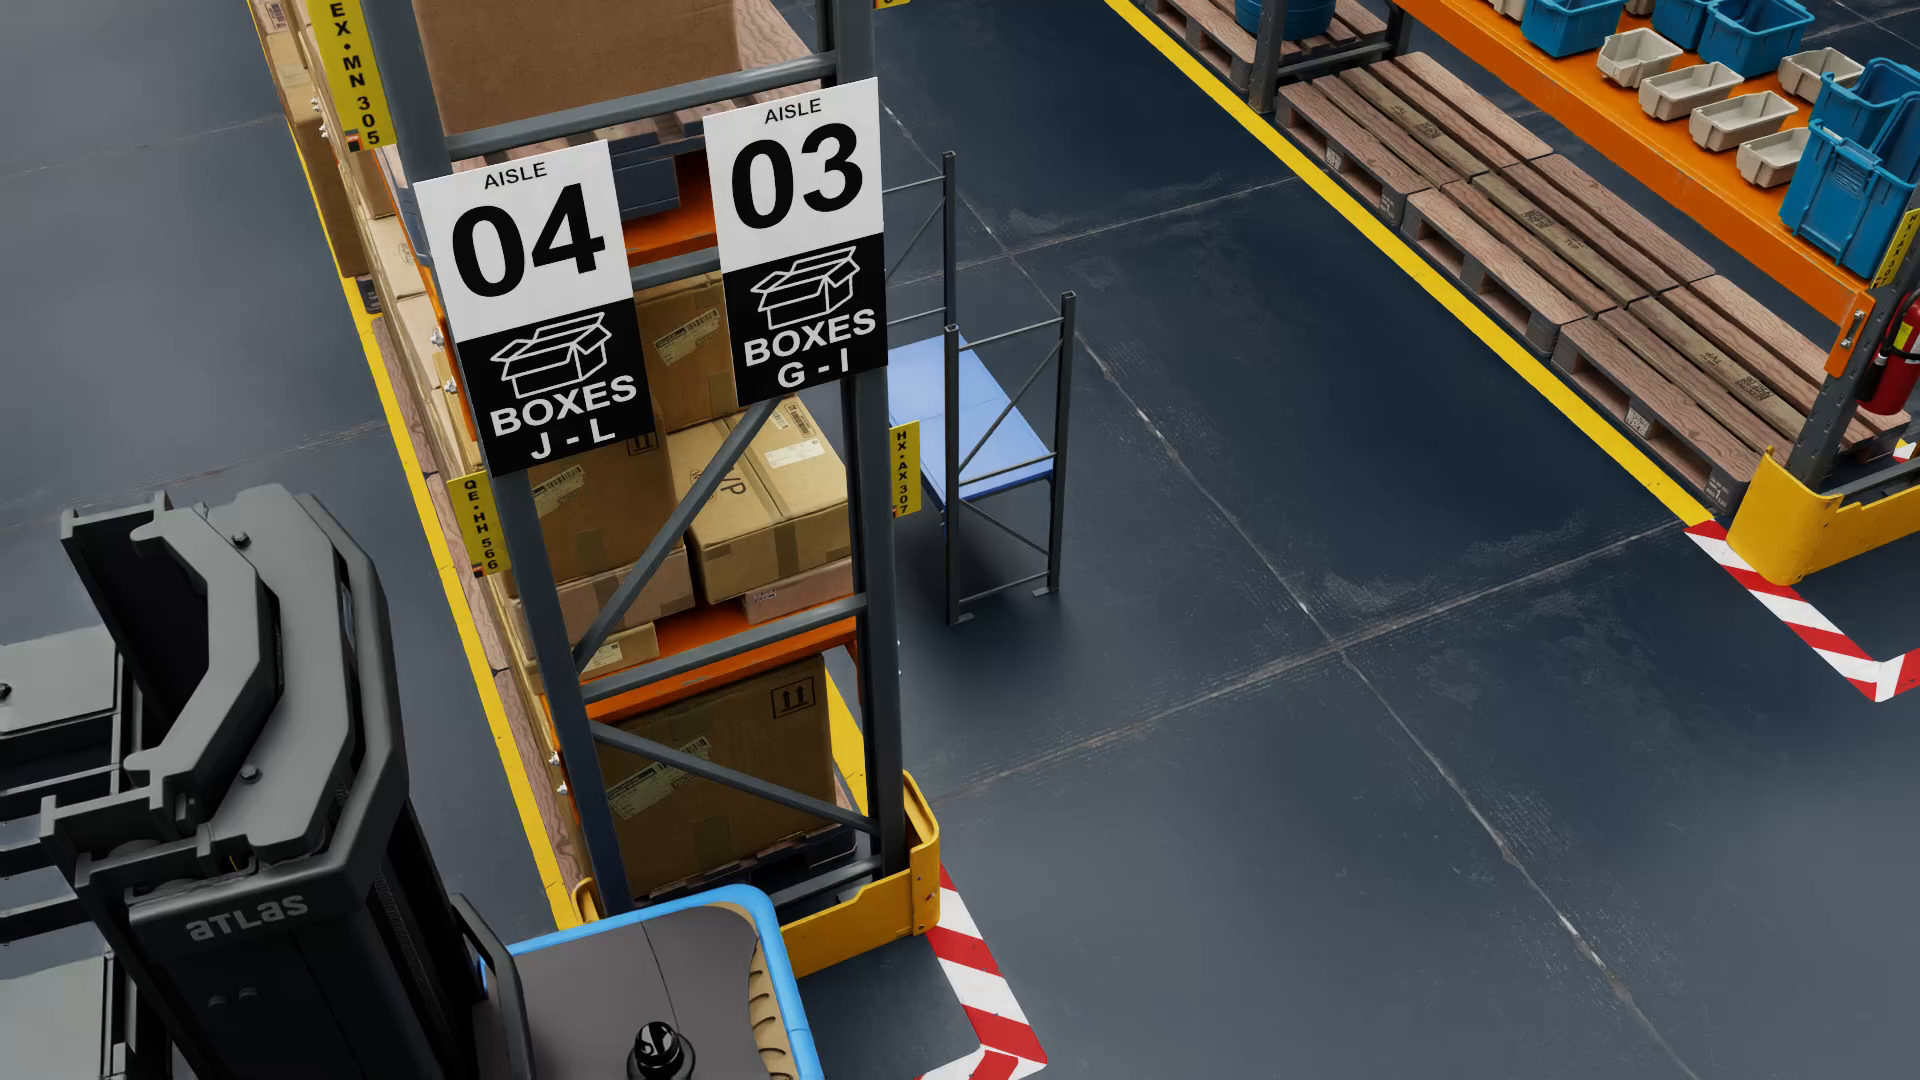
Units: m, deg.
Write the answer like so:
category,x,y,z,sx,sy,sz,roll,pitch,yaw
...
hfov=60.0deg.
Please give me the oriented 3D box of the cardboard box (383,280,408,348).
category,x,y,z,sx,sy,sz,roll,pitch,yaw
cardboard box,-1.862,-0.870,6.044,0.380,0.149,0.250,-19,48,-19

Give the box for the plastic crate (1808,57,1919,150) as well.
category,x,y,z,sx,sy,sz,roll,pitch,yaw
plastic crate,3.752,-1.789,6.872,0.416,0.233,0.300,-18,47,-17

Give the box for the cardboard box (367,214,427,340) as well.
category,x,y,z,sx,sy,sz,roll,pitch,yaw
cardboard box,-1.754,-0.952,5.843,0.500,0.250,0.500,-18,47,-17

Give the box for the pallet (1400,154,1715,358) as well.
category,x,y,z,sx,sy,sz,roll,pitch,yaw
pallet,3.014,-1.474,8.462,1.003,0.211,1.213,-18,47,-17

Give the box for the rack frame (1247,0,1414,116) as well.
category,x,y,z,sx,sy,sz,roll,pitch,yaw
rack frame,2.152,-3.702,8.735,1.000,3.000,0.127,-18,47,-17

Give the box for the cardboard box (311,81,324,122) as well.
category,x,y,z,sx,sy,sz,roll,pitch,yaw
cardboard box,-2.519,-1.863,7.050,0.380,0.149,0.250,-18,47,-17

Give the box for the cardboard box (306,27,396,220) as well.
category,x,y,z,sx,sy,sz,roll,pitch,yaw
cardboard box,-1.949,-1.532,5.897,0.500,0.500,0.500,-19,48,-19

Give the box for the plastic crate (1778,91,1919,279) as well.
category,x,y,z,sx,sy,sz,roll,pitch,yaw
plastic crate,3.524,-1.345,6.278,0.616,0.435,0.499,-18,47,-17

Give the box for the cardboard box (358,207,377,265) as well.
category,x,y,z,sx,sy,sz,roll,pitch,yaw
cardboard box,-2.077,-1.198,6.376,0.380,0.149,0.250,-19,48,-18

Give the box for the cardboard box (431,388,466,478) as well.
category,x,y,z,sx,sy,sz,roll,pitch,yaw
cardboard box,-1.317,-0.297,5.179,0.500,0.250,0.500,-19,48,-18

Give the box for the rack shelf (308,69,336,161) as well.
category,x,y,z,sx,sy,sz,roll,pitch,yaw
rack shelf,-3.182,-3.258,8.797,1.077,0.370,4.000,-18,47,-17

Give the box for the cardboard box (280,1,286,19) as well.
category,x,y,z,sx,sy,sz,roll,pitch,yaw
cardboard box,-2.988,-2.810,7.759,0.500,0.500,0.500,-17,47,-16

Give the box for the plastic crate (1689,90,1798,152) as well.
category,x,y,z,sx,sy,sz,roll,pitch,yaw
plastic crate,3.218,-1.736,6.887,0.396,0.136,0.243,-18,47,-17

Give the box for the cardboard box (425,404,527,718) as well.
category,x,y,z,sx,sy,sz,roll,pitch,yaw
cardboard box,-1.384,-0.047,6.245,0.875,0.875,0.875,-18,47,-17

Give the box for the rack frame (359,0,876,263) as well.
category,x,y,z,sx,sy,sz,roll,pitch,yaw
rack frame,-0.660,-1.826,2.562,1.000,3.000,0.127,-18,47,-17

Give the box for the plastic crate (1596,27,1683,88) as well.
category,x,y,z,sx,sy,sz,roll,pitch,yaw
plastic crate,2.938,-2.089,7.245,0.298,0.136,0.250,-18,47,-17

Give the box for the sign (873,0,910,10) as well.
category,x,y,z,sx,sy,sz,roll,pitch,yaw
sign,-0.154,-1.257,3.443,0.100,0.325,0.005,-18,47,-17

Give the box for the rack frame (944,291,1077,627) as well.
category,x,y,z,sx,sy,sz,roll,pitch,yaw
rack frame,0.178,-0.264,6.319,0.500,1.500,0.032,-18,47,-17

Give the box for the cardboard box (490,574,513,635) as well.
category,x,y,z,sx,sy,sz,roll,pitch,yaw
cardboard box,-1.219,0.104,5.056,0.380,0.149,0.250,-18,47,-17

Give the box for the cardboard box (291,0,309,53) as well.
category,x,y,z,sx,sy,sz,roll,pitch,yaw
cardboard box,-2.372,-2.178,6.552,0.500,0.500,0.500,-18,47,-17

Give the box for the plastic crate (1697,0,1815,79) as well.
category,x,y,z,sx,sy,sz,roll,pitch,yaw
plastic crate,3.475,-2.208,7.298,0.416,0.233,0.300,-18,47,-17

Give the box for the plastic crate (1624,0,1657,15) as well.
category,x,y,z,sx,sy,sz,roll,pitch,yaw
plastic crate,3.157,-2.608,7.772,0.293,0.136,0.466,-18,47,-17

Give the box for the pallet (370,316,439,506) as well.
category,x,y,z,sx,sy,sz,roll,pitch,yaw
pallet,-2.093,-0.739,7.717,1.003,0.211,1.213,-18,47,-17

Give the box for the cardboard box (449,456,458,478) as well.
category,x,y,z,sx,sy,sz,roll,pitch,yaw
cardboard box,-1.428,-0.216,5.381,0.380,0.149,0.250,-17,47,-17

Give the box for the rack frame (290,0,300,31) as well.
category,x,y,z,sx,sy,sz,roll,pitch,yaw
rack frame,-2.342,-2.239,7.253,1.000,3.000,0.127,-18,47,-17

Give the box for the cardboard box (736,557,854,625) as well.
category,x,y,z,sx,sy,sz,roll,pitch,yaw
cardboard box,-0.510,0.076,5.085,0.380,0.149,0.250,-18,47,-17

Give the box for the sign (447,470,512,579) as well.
category,x,y,z,sx,sy,sz,roll,pitch,yaw
sign,-1.158,-0.035,4.026,0.100,0.325,0.005,-18,47,-17

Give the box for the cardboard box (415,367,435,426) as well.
category,x,y,z,sx,sy,sz,roll,pitch,yaw
cardboard box,-1.648,-0.546,5.715,0.380,0.149,0.250,-18,47,-17

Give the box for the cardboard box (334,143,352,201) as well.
category,x,y,z,sx,sy,sz,roll,pitch,yaw
cardboard box,-2.297,-1.528,6.711,0.380,0.149,0.250,-17,47,-16

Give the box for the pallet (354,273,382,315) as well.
category,x,y,z,sx,sy,sz,roll,pitch,yaw
pallet,-2.734,-1.716,8.708,1.003,0.211,1.213,-18,47,-17

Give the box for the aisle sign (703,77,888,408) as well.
category,x,y,z,sx,sy,sz,roll,pitch,yaw
aisle sign,-0.357,-0.658,3.799,0.394,0.787,0.004,-18,47,-17

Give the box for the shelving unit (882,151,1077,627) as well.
category,x,y,z,sx,sy,sz,roll,pitch,yaw
shelving unit,-0.036,-0.588,6.647,0.538,1.500,1.048,-18,47,-17

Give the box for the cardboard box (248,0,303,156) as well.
category,x,y,z,sx,sy,sz,roll,pitch,yaw
cardboard box,-3.005,-2.604,8.836,1.225,0.875,0.875,-20,48,-19

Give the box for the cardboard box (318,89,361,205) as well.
category,x,y,z,sx,sy,sz,roll,pitch,yaw
cardboard box,-2.177,-1.597,6.496,0.500,0.250,0.500,-18,47,-18

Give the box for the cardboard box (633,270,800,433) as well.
category,x,y,z,sx,sy,sz,roll,pitch,yaw
cardboard box,-0.827,-0.714,5.068,0.500,0.500,0.500,-19,48,-18

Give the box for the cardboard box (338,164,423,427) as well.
category,x,y,z,sx,sy,sz,roll,pitch,yaw
cardboard box,-2.137,-1.188,7.401,0.875,0.875,0.875,-18,47,-17

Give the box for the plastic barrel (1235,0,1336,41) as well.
category,x,y,z,sx,sy,sz,roll,pitch,yaw
plastic barrel,1.939,-3.456,9.681,0.600,0.901,0.708,-18,47,-17

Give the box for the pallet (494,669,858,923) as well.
category,x,y,z,sx,sy,sz,roll,pitch,yaw
pallet,-1.067,0.816,6.142,1.003,0.211,1.213,-18,47,-17

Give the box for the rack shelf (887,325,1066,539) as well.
category,x,y,z,sx,sy,sz,roll,pitch,yaw
rack shelf,-0.036,-0.460,6.773,0.538,0.185,1.000,-18,47,-17

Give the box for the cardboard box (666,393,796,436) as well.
category,x,y,z,sx,sy,sz,roll,pitch,yaw
cardboard box,-0.841,-0.458,5.342,0.500,0.250,0.500,-19,48,-18

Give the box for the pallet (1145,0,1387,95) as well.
category,x,y,z,sx,sy,sz,roll,pitch,yaw
pallet,1.866,-3.213,10.225,1.003,0.211,1.213,-18,47,-17

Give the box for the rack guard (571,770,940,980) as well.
category,x,y,z,sx,sy,sz,roll,pitch,yaw
rack guard,-0.650,1.215,5.532,1.175,0.500,0.348,-18,47,-17

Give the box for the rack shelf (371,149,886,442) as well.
category,x,y,z,sx,sy,sz,roll,pitch,yaw
rack shelf,-1.501,-1.776,5.160,1.077,0.370,4.000,-18,47,-17

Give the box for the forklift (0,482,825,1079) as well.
category,x,y,z,sx,sy,sz,roll,pitch,yaw
forklift,-1.814,1.314,3.700,3.031,2.935,1.130,-13,46,-13
